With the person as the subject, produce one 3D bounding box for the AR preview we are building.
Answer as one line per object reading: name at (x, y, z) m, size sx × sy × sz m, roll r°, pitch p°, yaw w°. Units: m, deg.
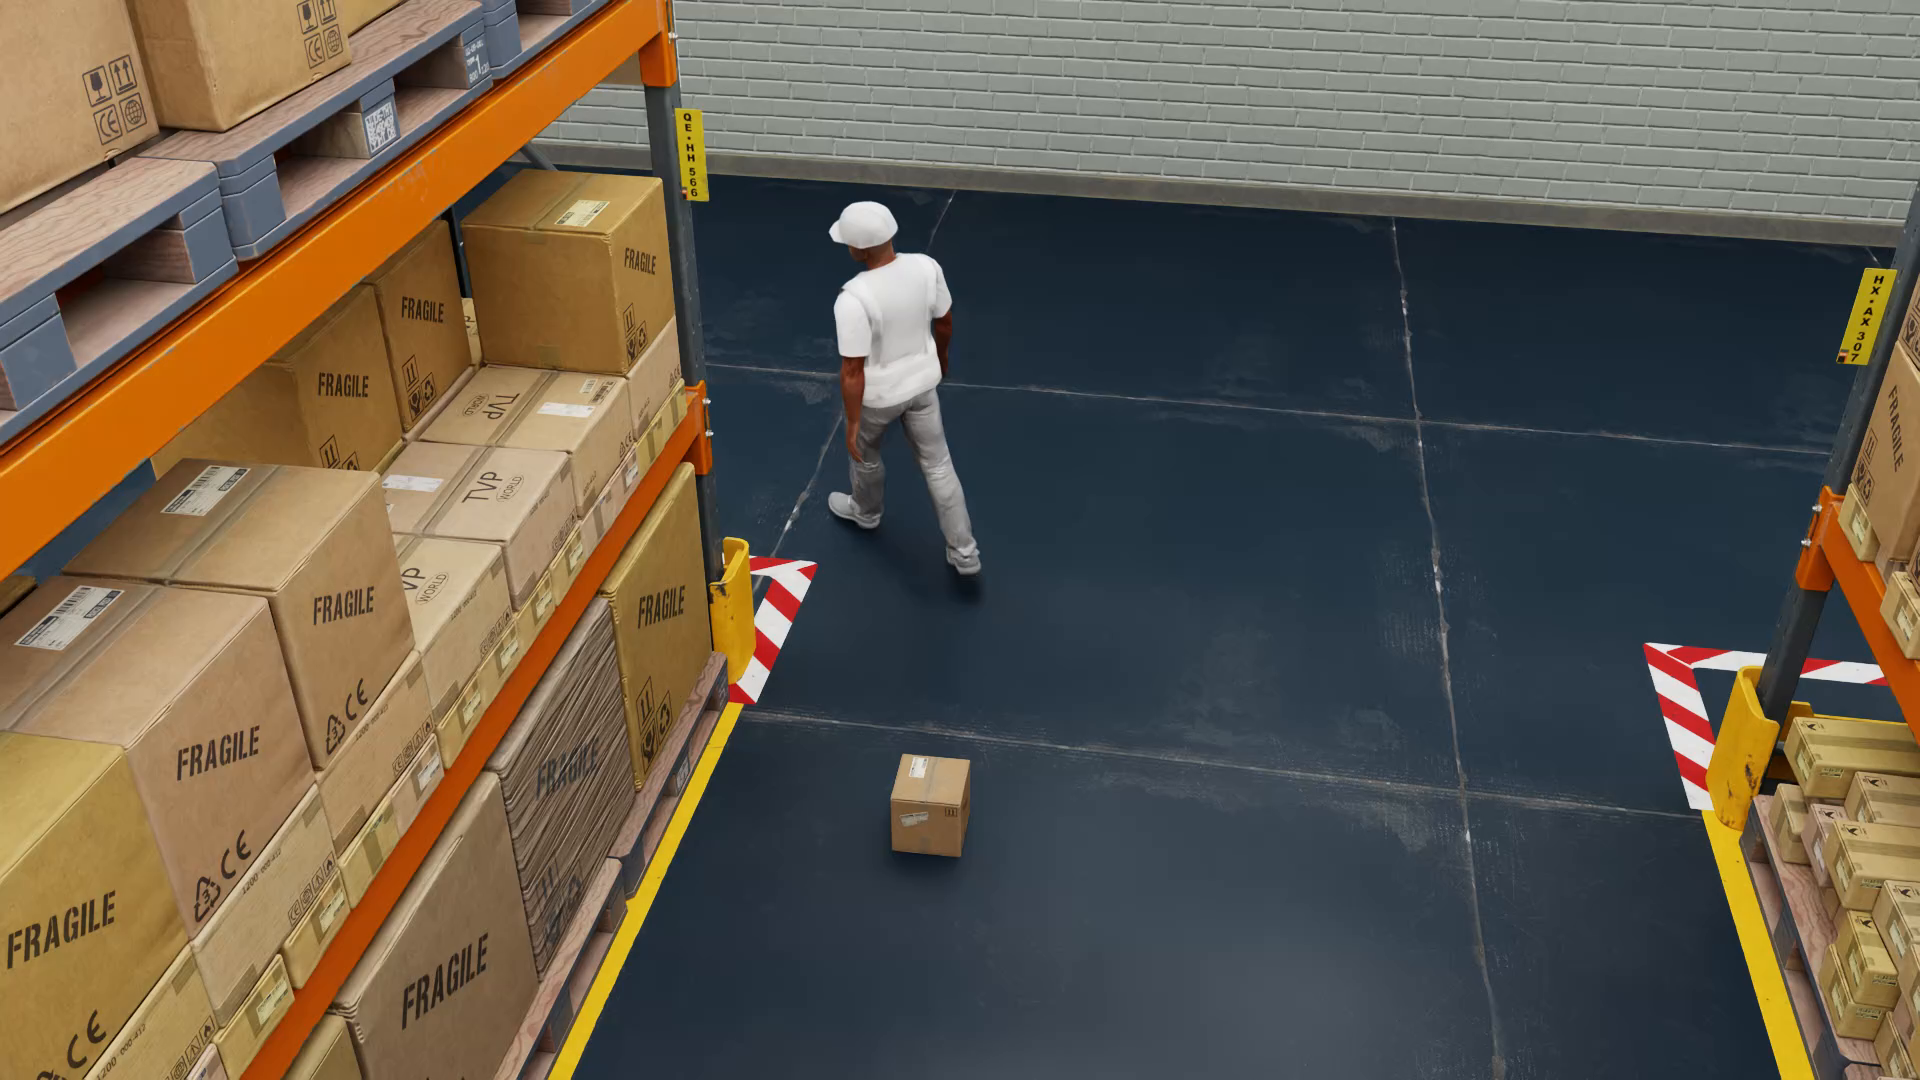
person at (-0.283, -0.689, 7.223) m, size 0.671 × 1.719 × 1.001 m, roll -19°, pitch 37°, yaw -27°
